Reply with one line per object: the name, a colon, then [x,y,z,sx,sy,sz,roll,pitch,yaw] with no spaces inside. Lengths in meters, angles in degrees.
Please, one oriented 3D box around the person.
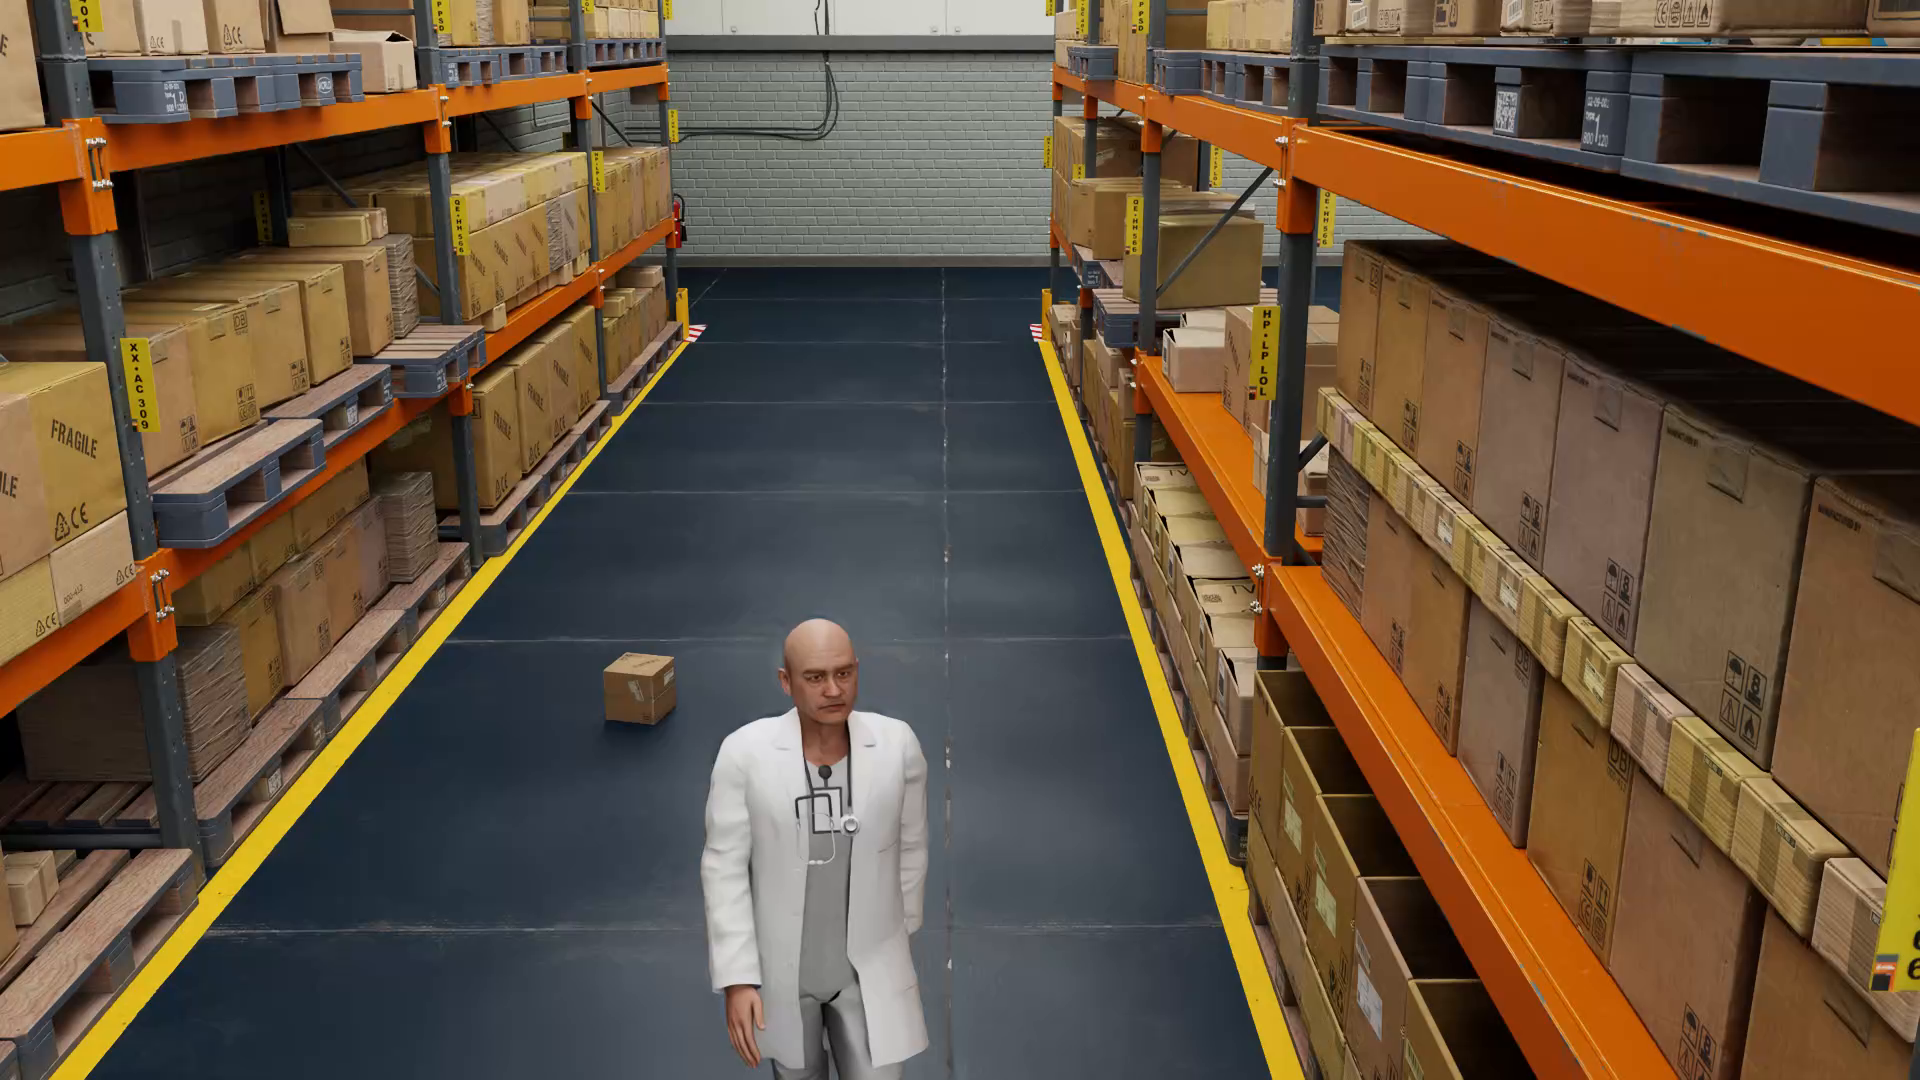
person: [-0.334,1.056,4.035,0.567,1.724,1.085,-2,17,-6]
